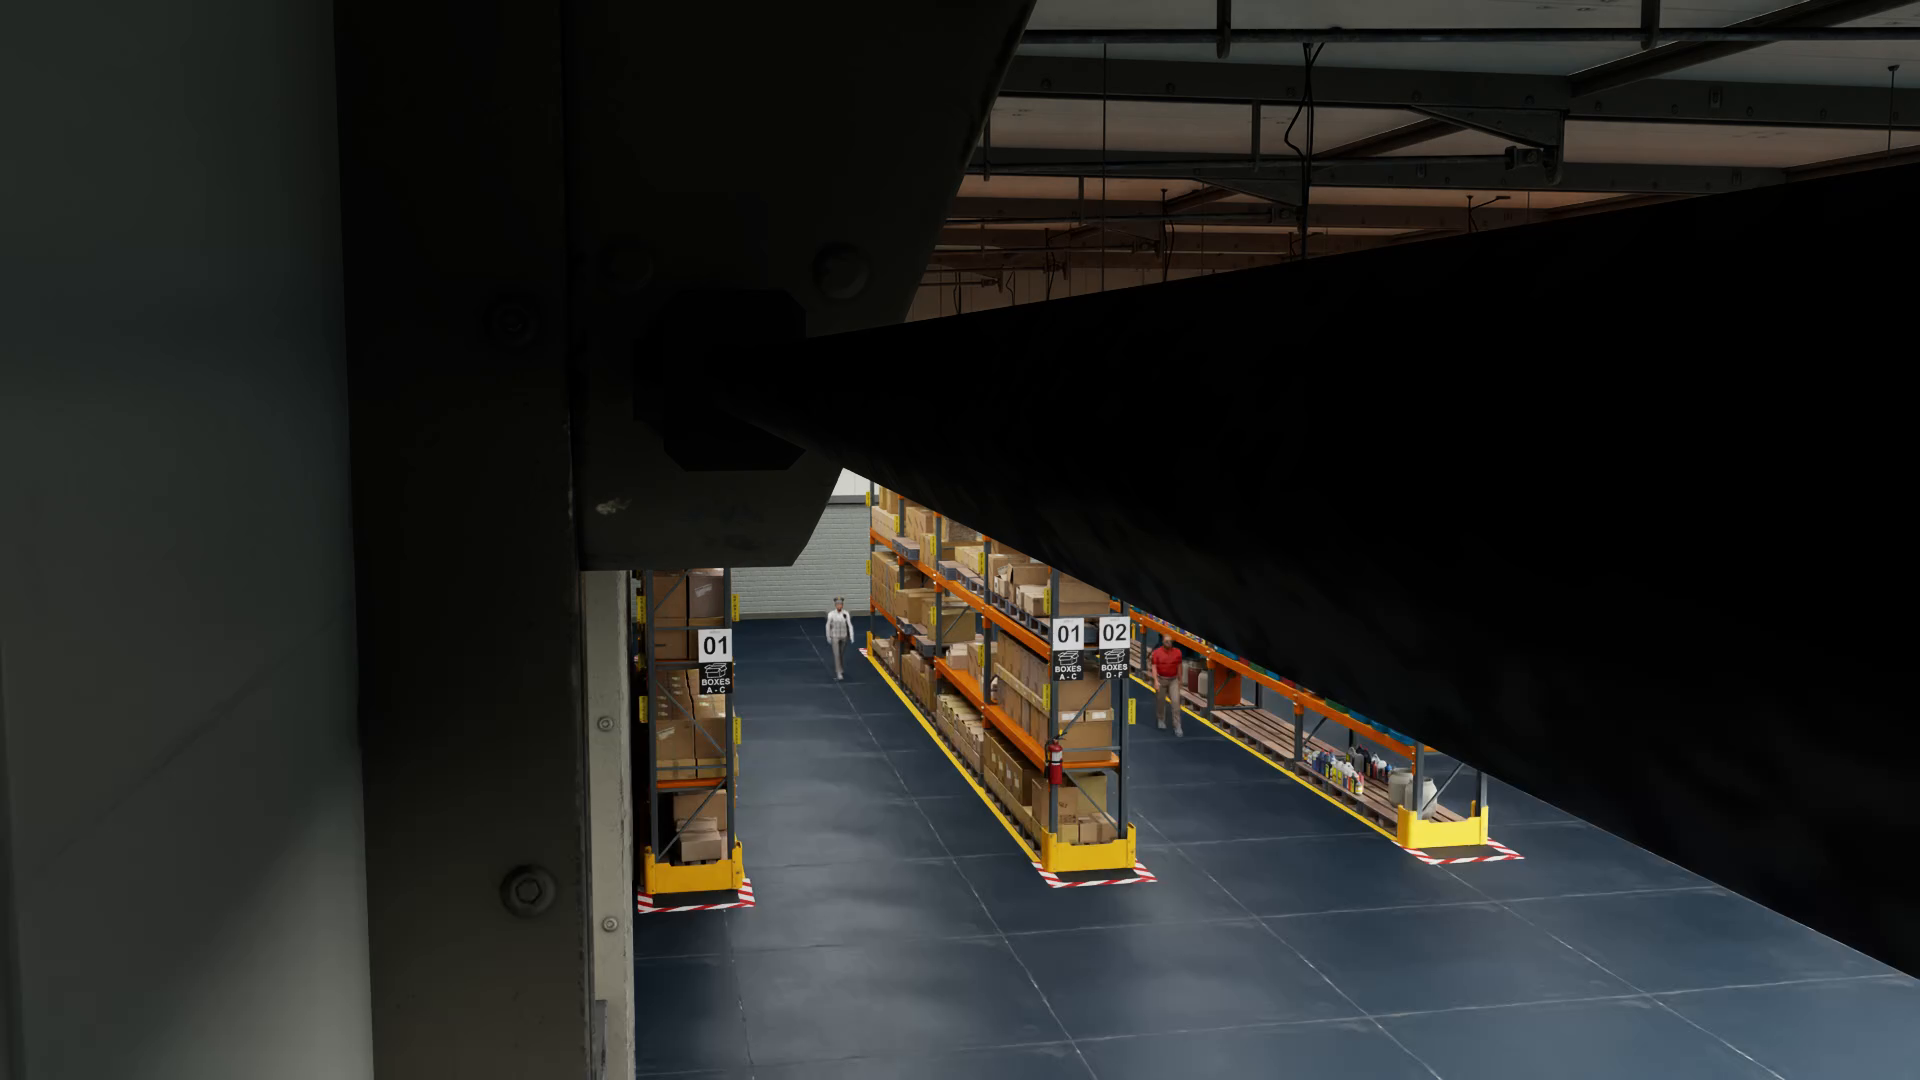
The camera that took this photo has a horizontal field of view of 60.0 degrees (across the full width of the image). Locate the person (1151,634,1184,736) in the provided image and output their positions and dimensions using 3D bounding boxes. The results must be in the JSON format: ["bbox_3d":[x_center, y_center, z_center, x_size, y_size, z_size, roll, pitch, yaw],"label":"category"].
[{"bbox_3d":[3.587,2.468,28.750,0.553,1.690,0.909,0,6,4],"label":"person"}]

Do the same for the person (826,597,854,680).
[{"bbox_3d":[-2.446,1.966,33.850,0.533,1.625,1.034,-1,6,-14],"label":"person"}]
